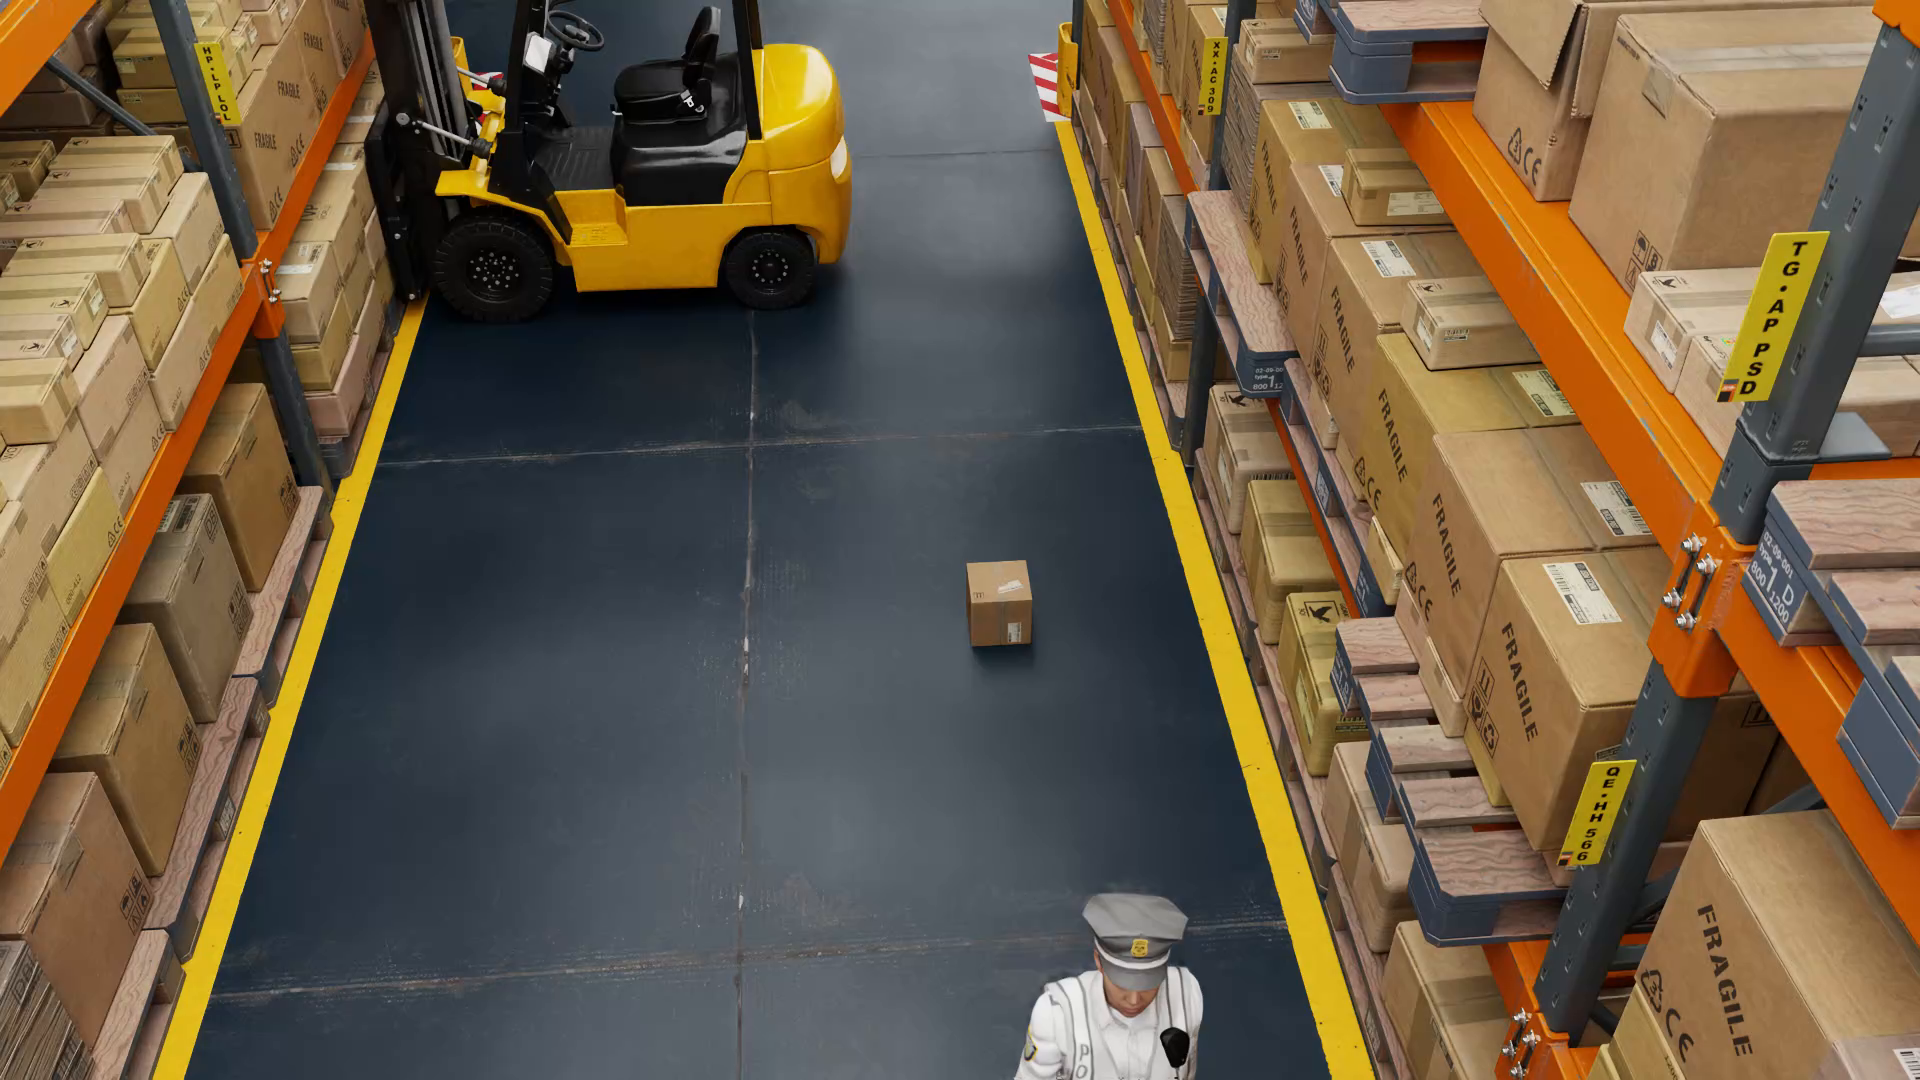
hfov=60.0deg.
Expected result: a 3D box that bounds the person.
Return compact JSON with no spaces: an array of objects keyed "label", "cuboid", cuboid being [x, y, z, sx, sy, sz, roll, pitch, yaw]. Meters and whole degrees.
[{"label":"person","cuboid":[0.376,1.511,4.280,0.505,1.641,0.971,-3,39,-4]}]
